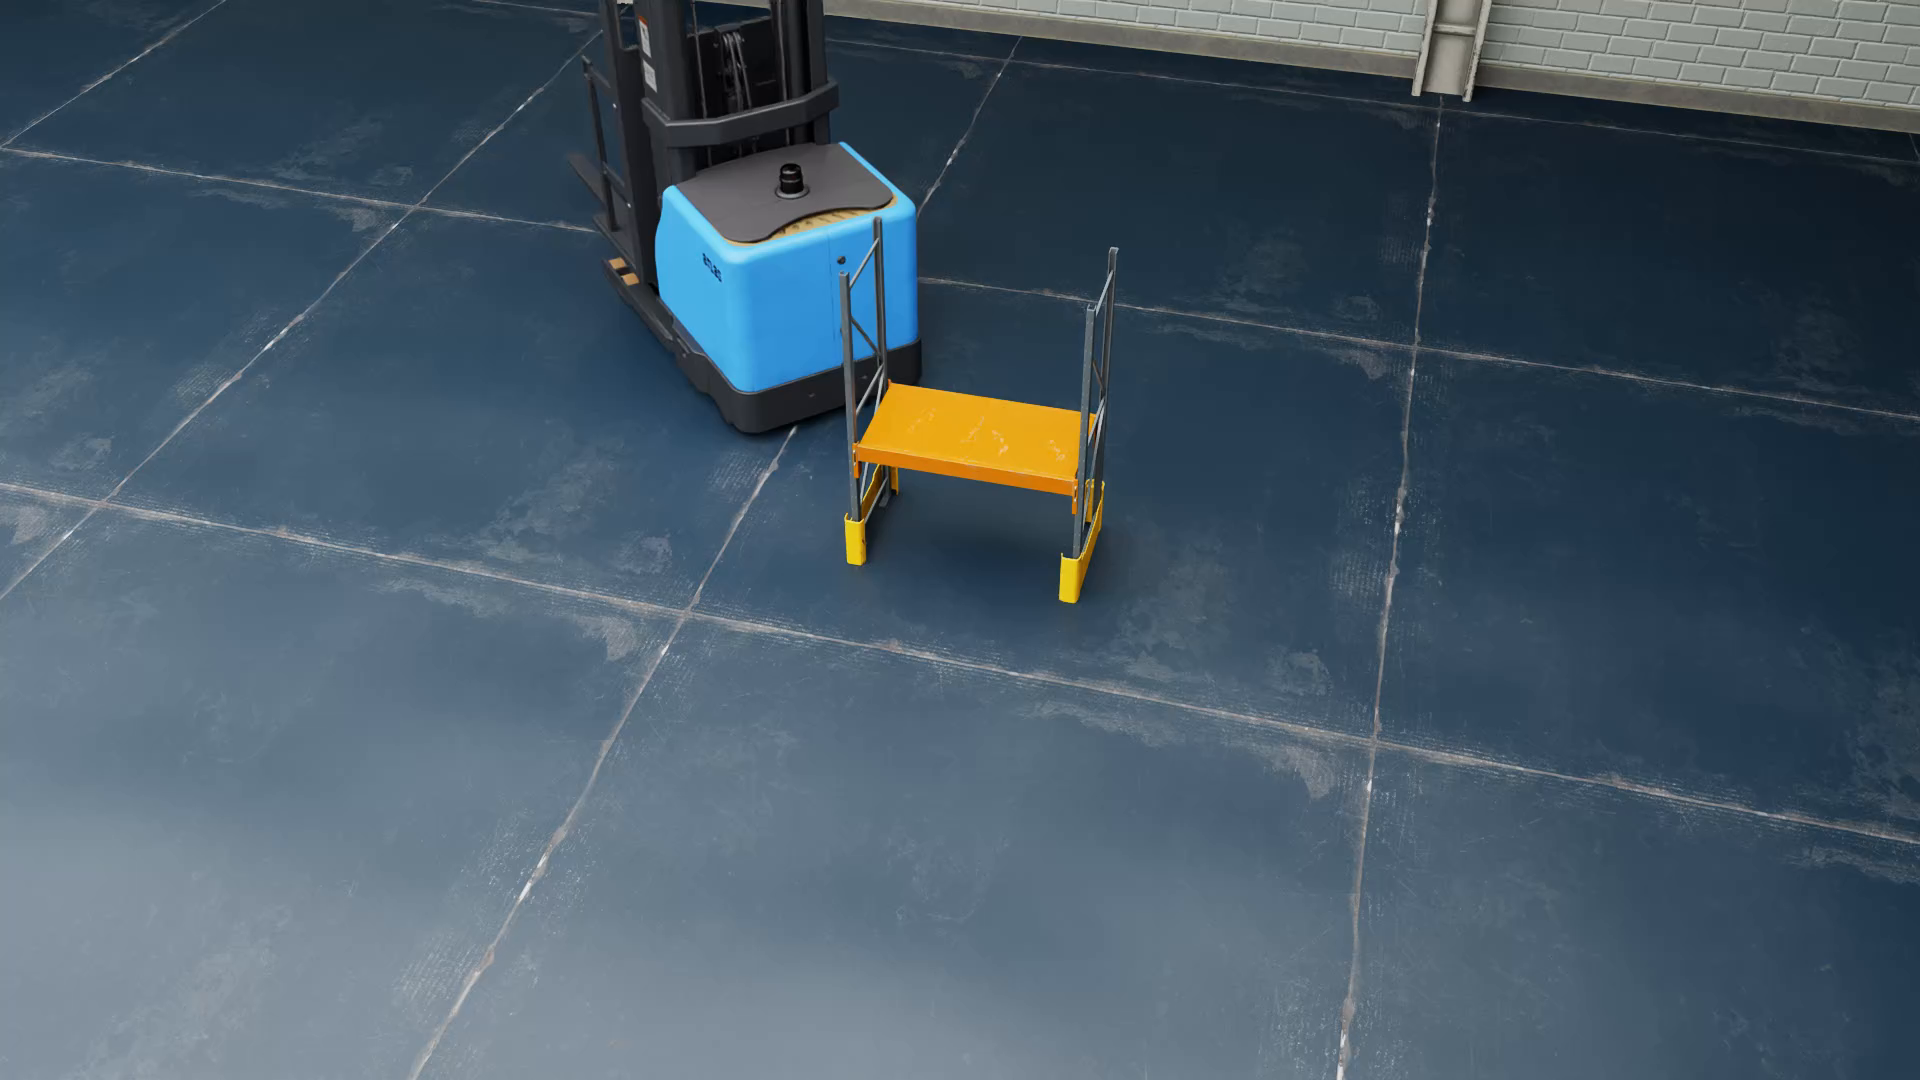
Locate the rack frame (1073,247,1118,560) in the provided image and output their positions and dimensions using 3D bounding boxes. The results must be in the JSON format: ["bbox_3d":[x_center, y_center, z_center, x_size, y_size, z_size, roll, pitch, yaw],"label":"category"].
[{"bbox_3d":[0.573,-0.476,7.150,0.032,1.500,0.500,10,41,11],"label":"rack frame"}]

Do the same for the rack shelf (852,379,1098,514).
[{"bbox_3d":[0.082,-0.422,7.366,1.000,0.185,0.538,10,41,11],"label":"rack shelf"}]

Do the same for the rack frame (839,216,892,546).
[{"bbox_3d":[-0.409,-0.645,7.351,0.032,1.500,0.500,10,41,11],"label":"rack frame"}]

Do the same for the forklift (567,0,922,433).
[{"bbox_3d":[-1.370,-2.585,8.549,1.130,2.935,3.031,-20,44,-23],"label":"forklift"}]

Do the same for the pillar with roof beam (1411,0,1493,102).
[{"bbox_3d":[2.207,-3.875,5.367,0.400,9.000,9.100,10,41,11],"label":"pillar with roof beam"}]

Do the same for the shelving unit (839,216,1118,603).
[{"bbox_3d":[0.074,-0.562,7.253,1.083,1.500,0.587,10,41,11],"label":"shelving unit"}]

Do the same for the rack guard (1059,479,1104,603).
[{"bbox_3d":[0.555,0.000,7.556,0.087,0.250,0.587,10,41,11],"label":"rack guard"}]

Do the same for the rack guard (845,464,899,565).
[{"bbox_3d":[-0.407,-0.166,7.753,0.087,0.250,0.587,10,41,11],"label":"rack guard"}]
